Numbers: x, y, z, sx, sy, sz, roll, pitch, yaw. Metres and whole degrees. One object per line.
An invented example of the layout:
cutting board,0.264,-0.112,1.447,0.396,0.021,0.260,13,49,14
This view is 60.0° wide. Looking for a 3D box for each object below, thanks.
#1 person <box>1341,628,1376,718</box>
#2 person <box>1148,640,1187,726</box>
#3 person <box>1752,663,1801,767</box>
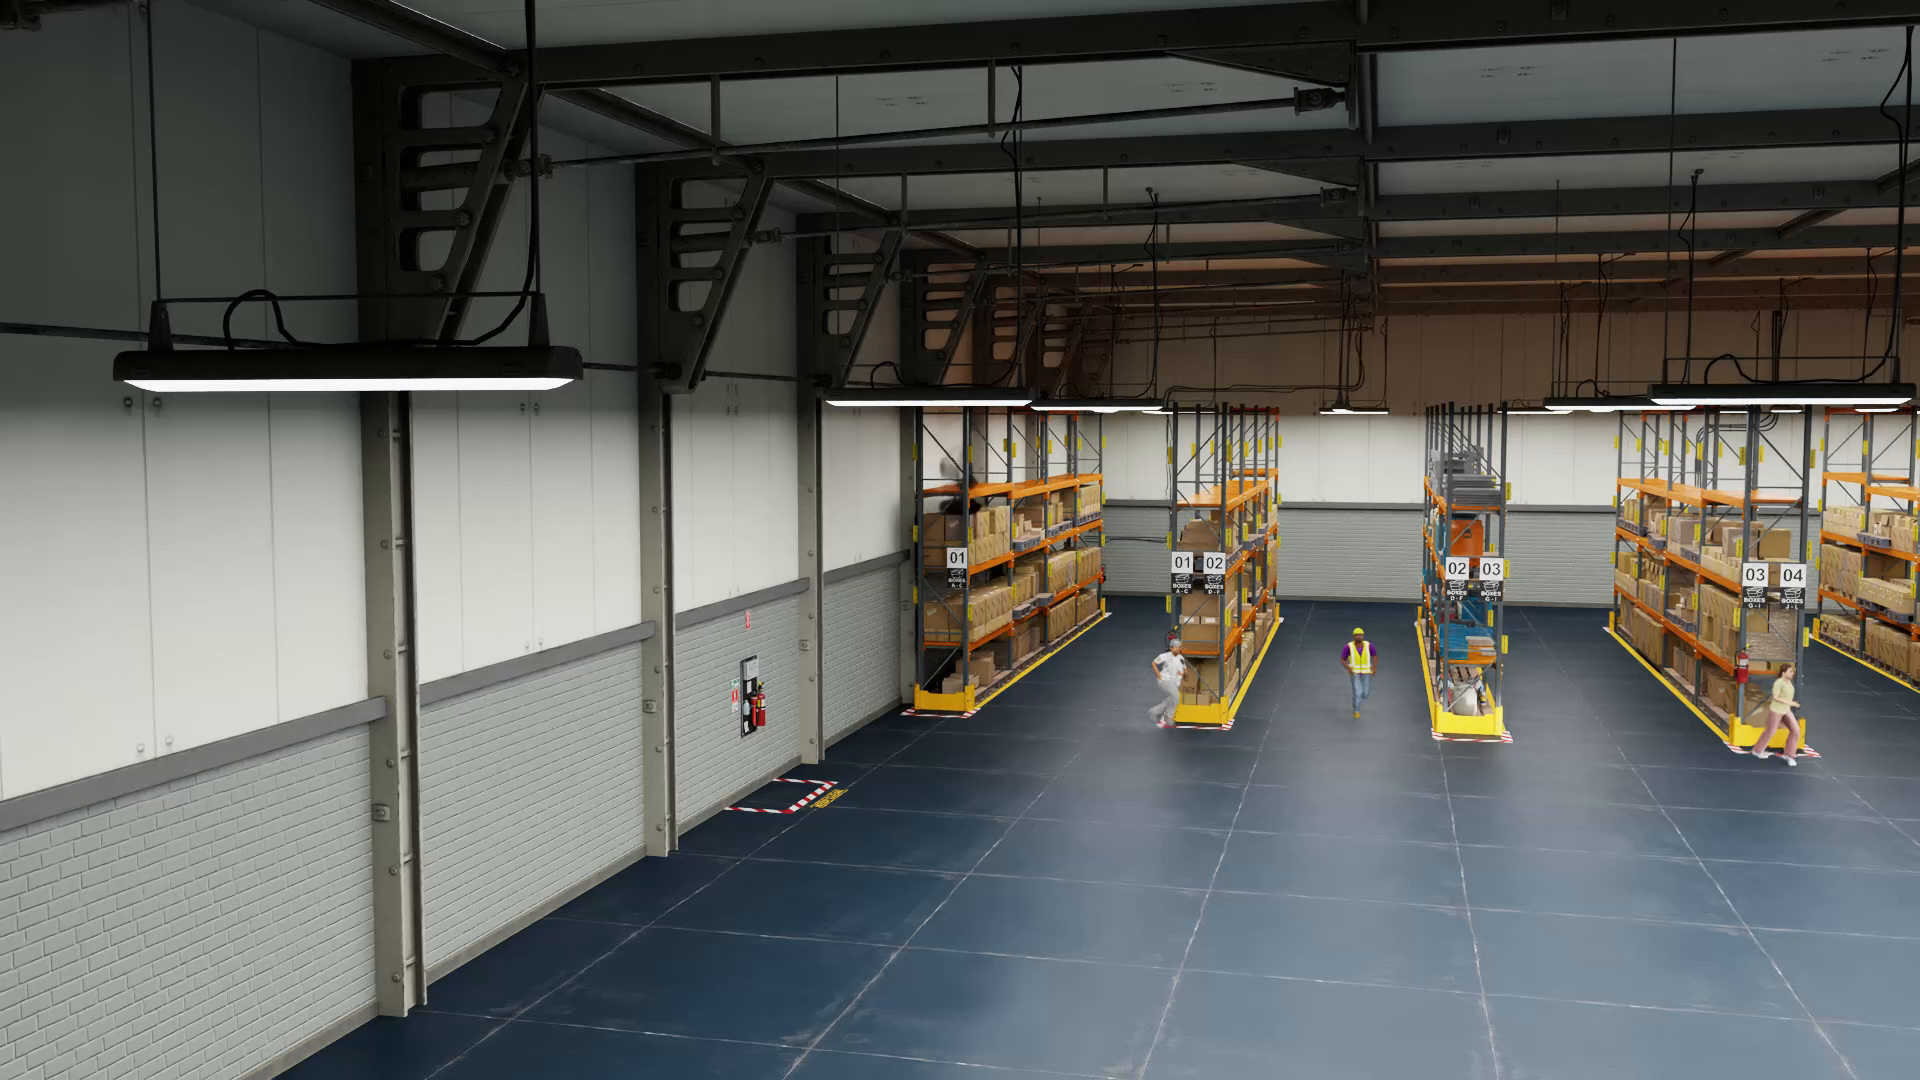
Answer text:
person,7.590,2.523,31.695,0.683,1.728,0.572,0,4,3
person,3.803,2.550,30.075,0.623,1.487,0.884,-3,5,-34
person,13.504,2.881,27.426,0.521,1.724,0.825,-2,5,-29
